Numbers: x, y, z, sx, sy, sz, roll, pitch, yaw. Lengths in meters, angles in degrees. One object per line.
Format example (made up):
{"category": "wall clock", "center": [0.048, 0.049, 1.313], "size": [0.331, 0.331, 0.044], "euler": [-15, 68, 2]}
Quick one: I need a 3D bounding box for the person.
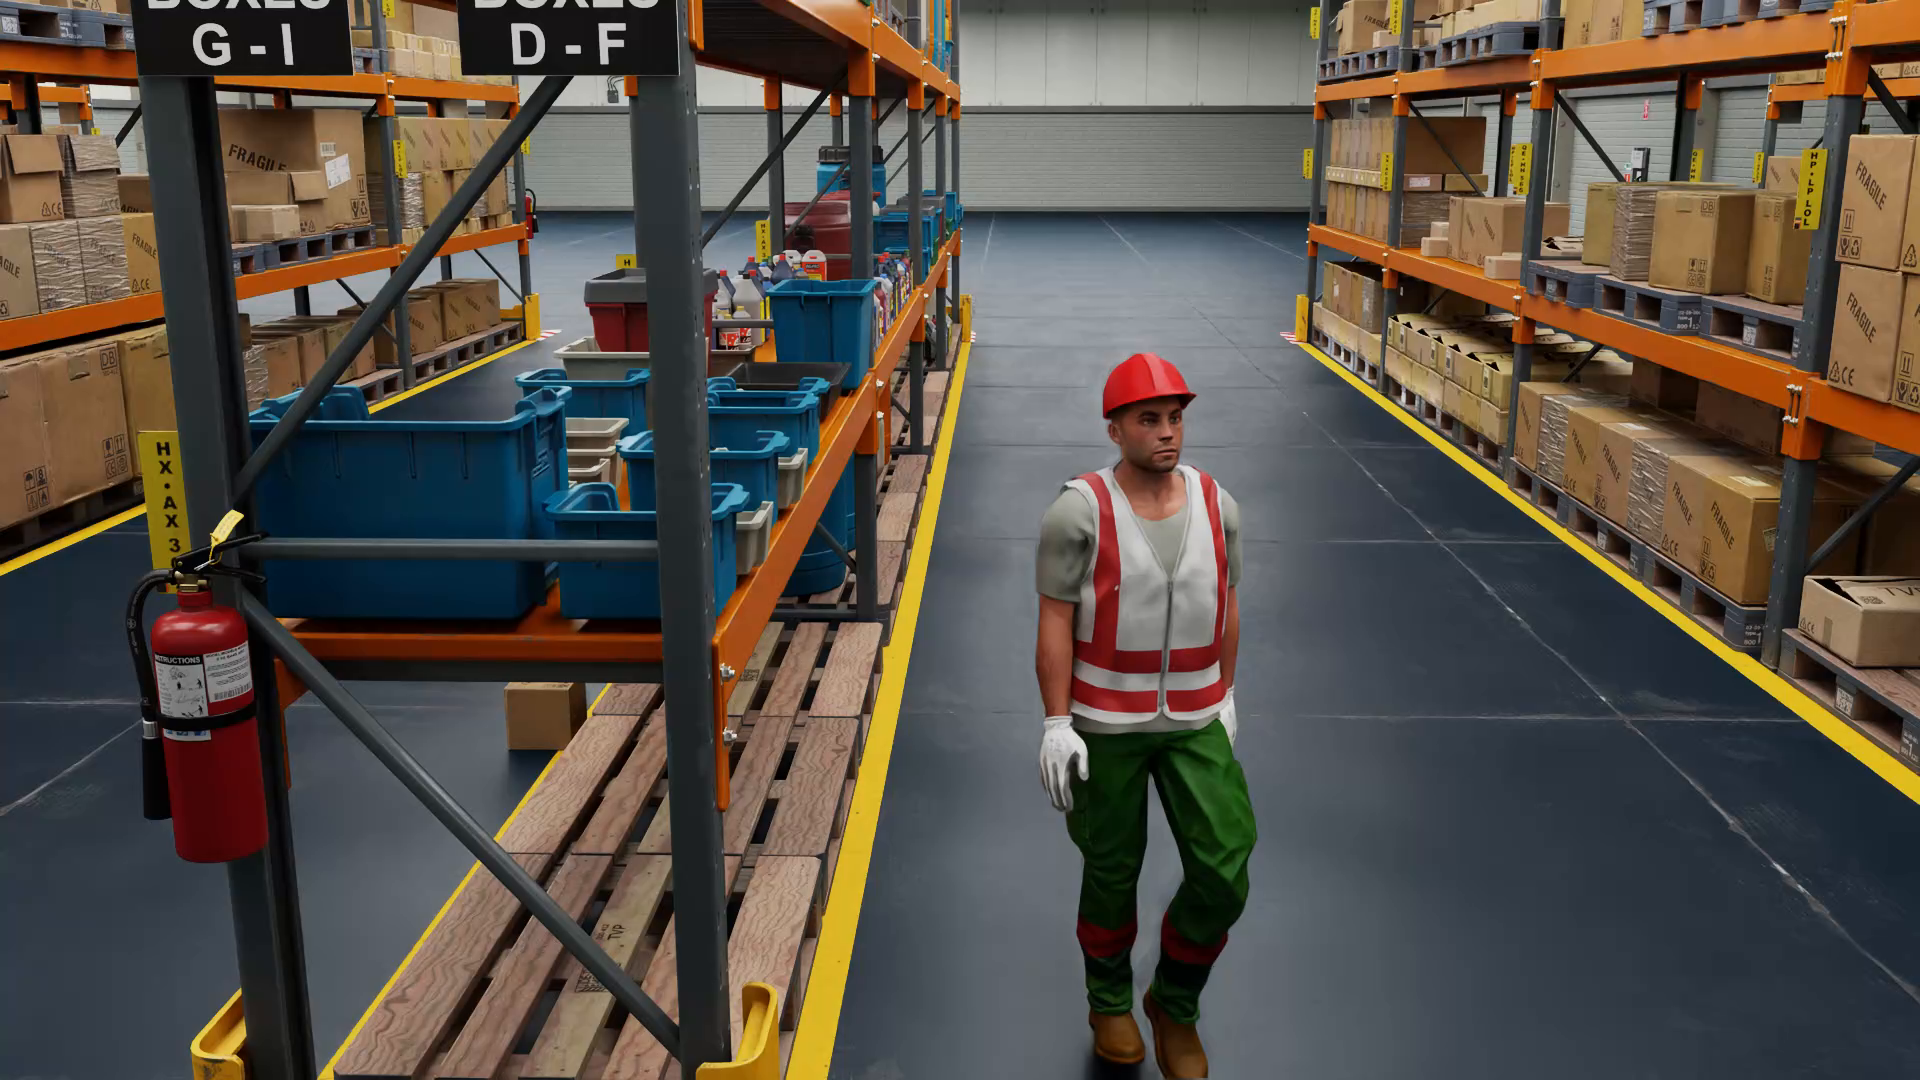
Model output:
{"category": "person", "center": [0.451, 0.474, 3.994], "size": [0.576, 1.831, 0.480], "euler": [-3, 14, -11]}
